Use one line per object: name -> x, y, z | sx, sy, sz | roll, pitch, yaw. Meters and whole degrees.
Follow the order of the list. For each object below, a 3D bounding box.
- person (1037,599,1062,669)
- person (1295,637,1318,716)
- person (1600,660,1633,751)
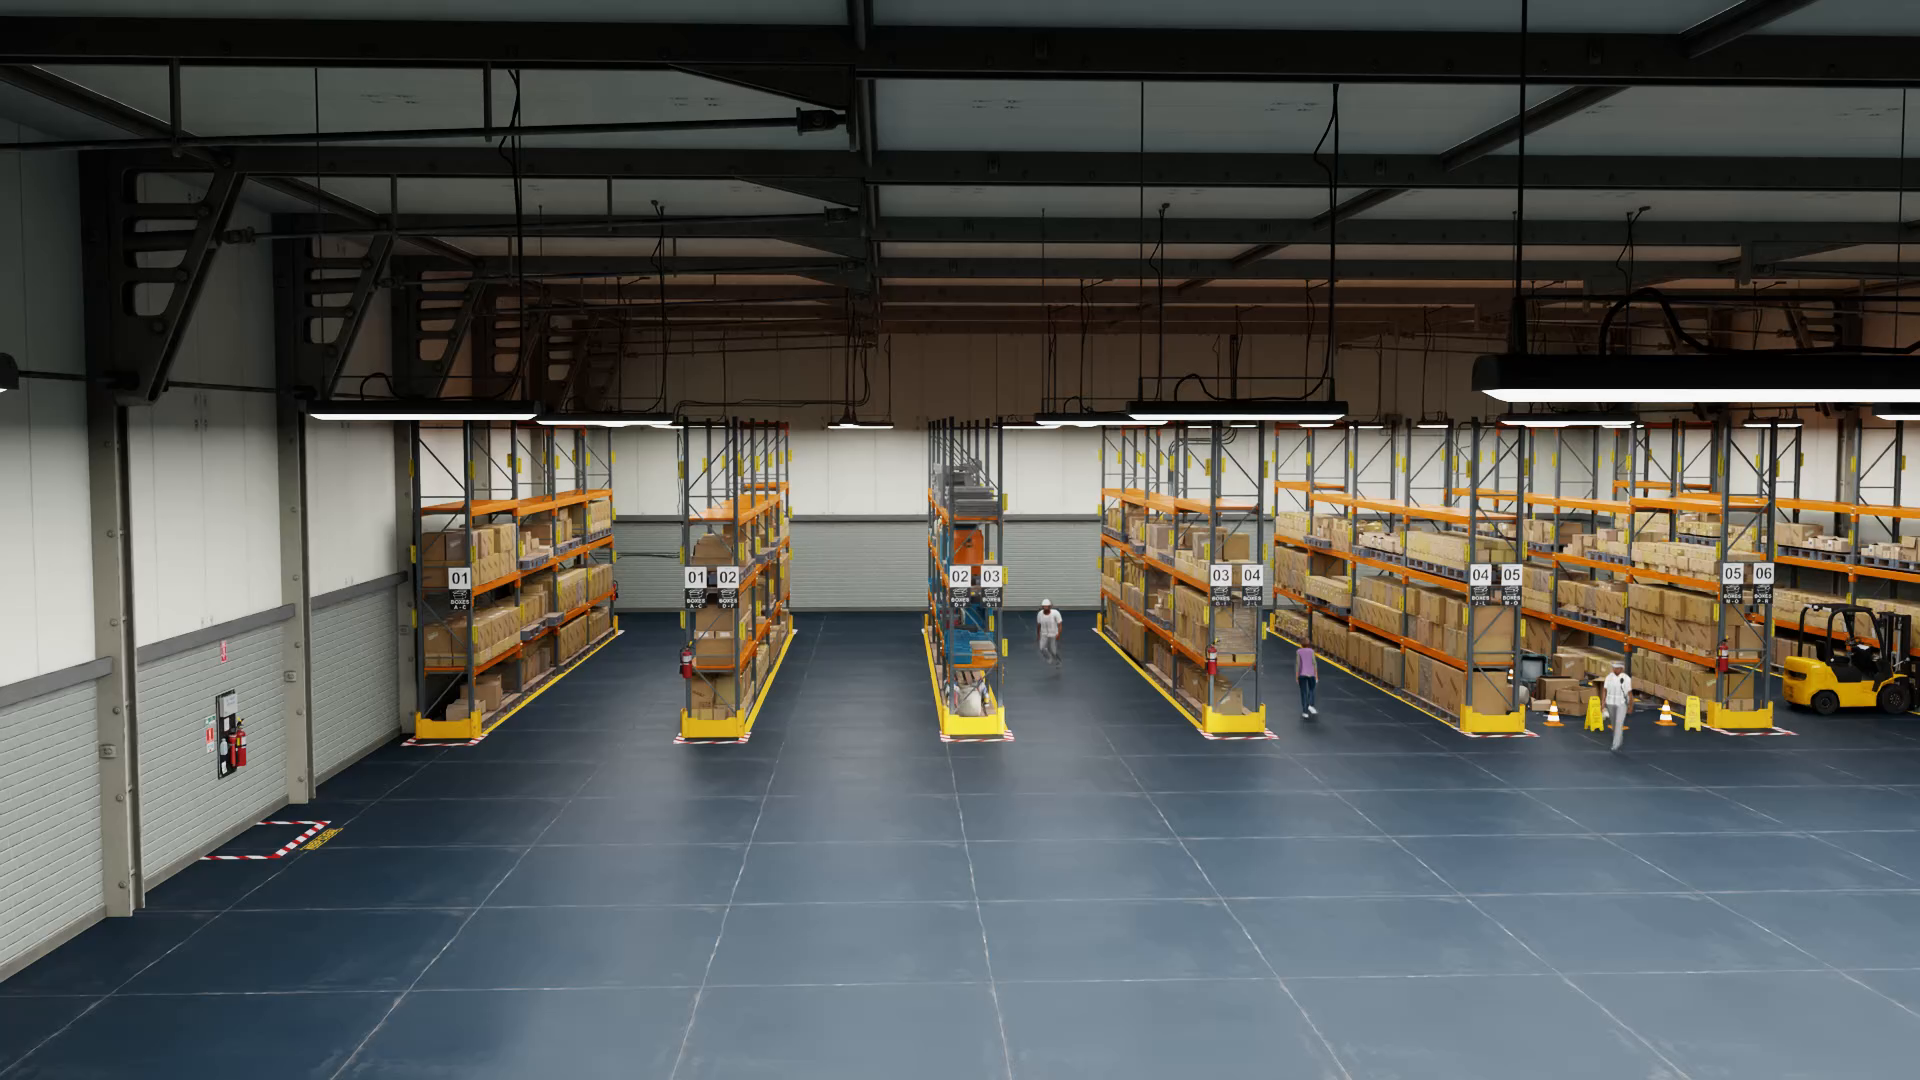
person -> 2.108, 2.216, 39.045 | 0.630, 1.687, 0.793 | 1, 4, 19
person -> 6.947, 2.755, 33.378 | 0.456, 1.552, 0.471 | 1, 4, 8
person -> 11.738, 2.955, 29.785 | 0.474, 1.609, 1.019 | 4, 5, 44
